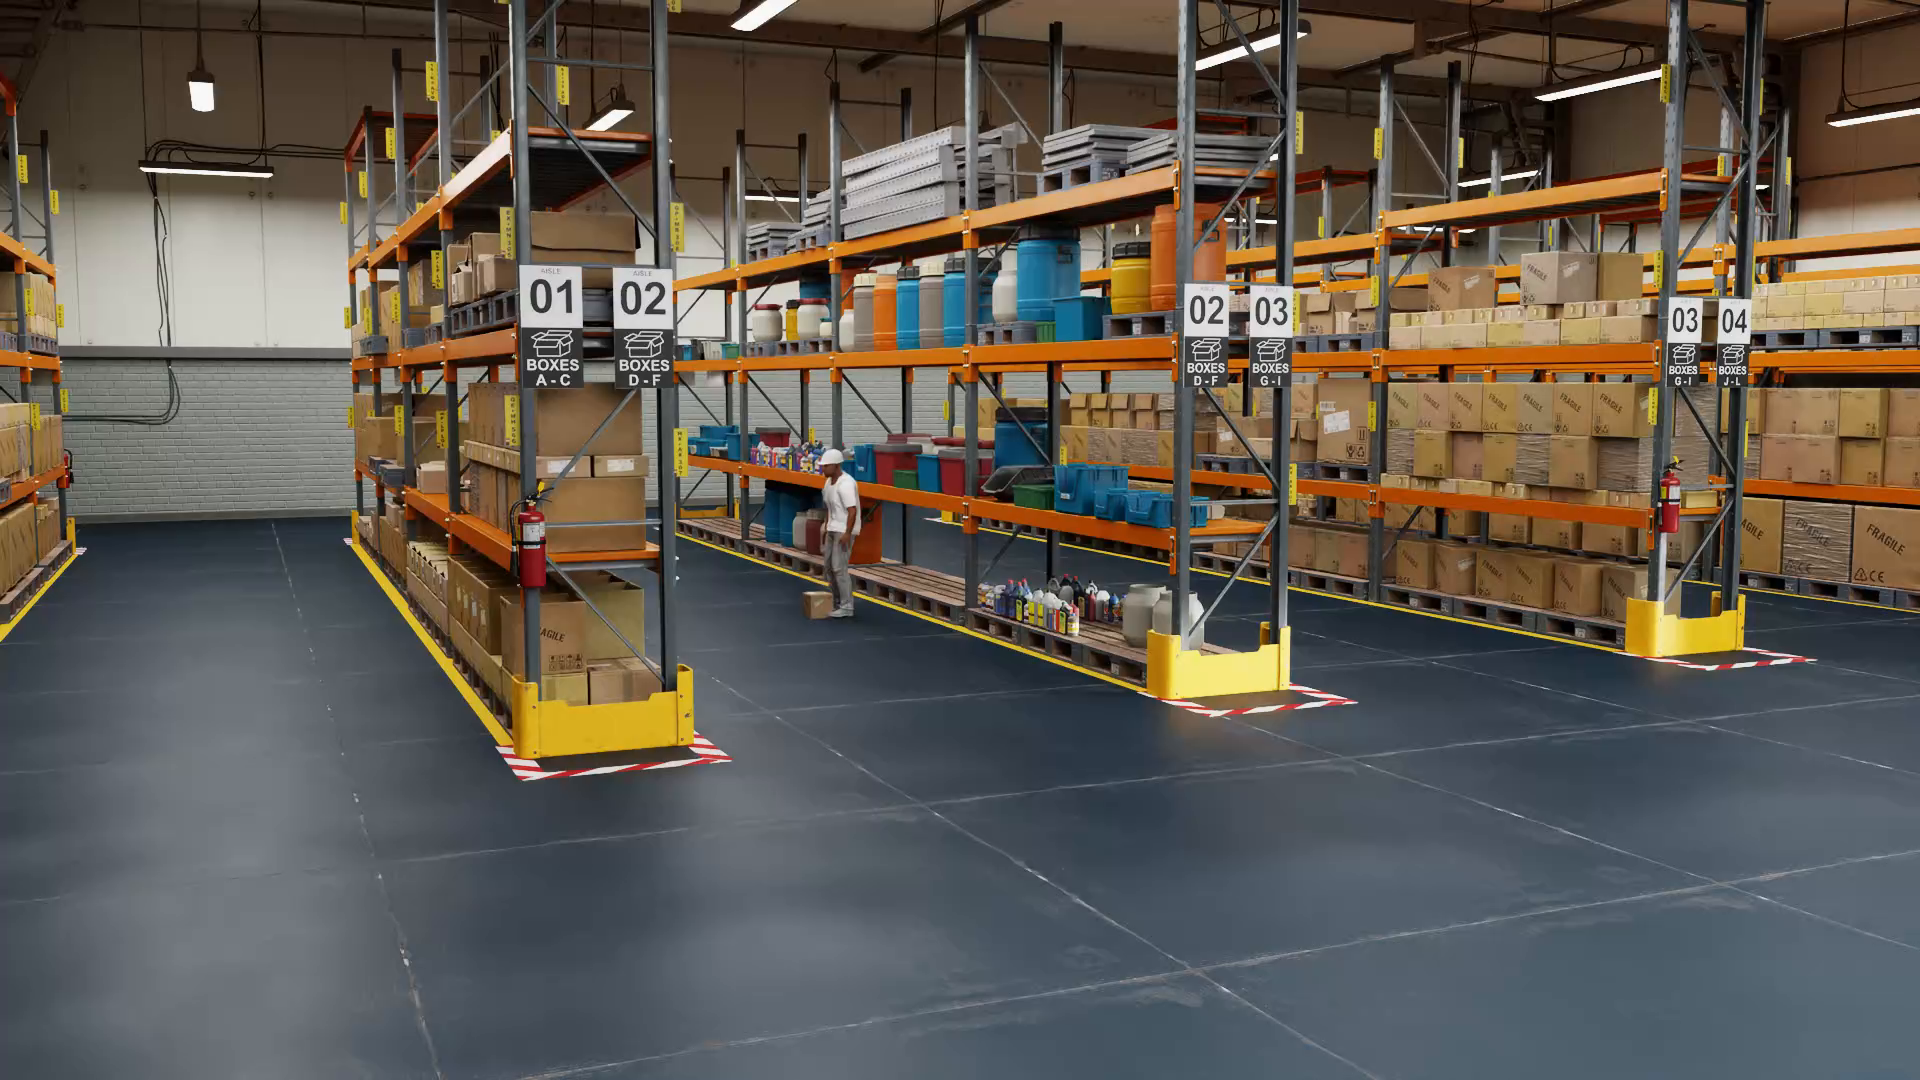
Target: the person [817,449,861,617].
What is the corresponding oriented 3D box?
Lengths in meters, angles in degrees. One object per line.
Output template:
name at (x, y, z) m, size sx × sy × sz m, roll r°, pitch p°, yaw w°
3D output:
person at (-1.287, -0.076, 17.483) m, size 0.460 × 1.760 × 0.618 m, roll -3°, pitch 6°, yaw -26°
